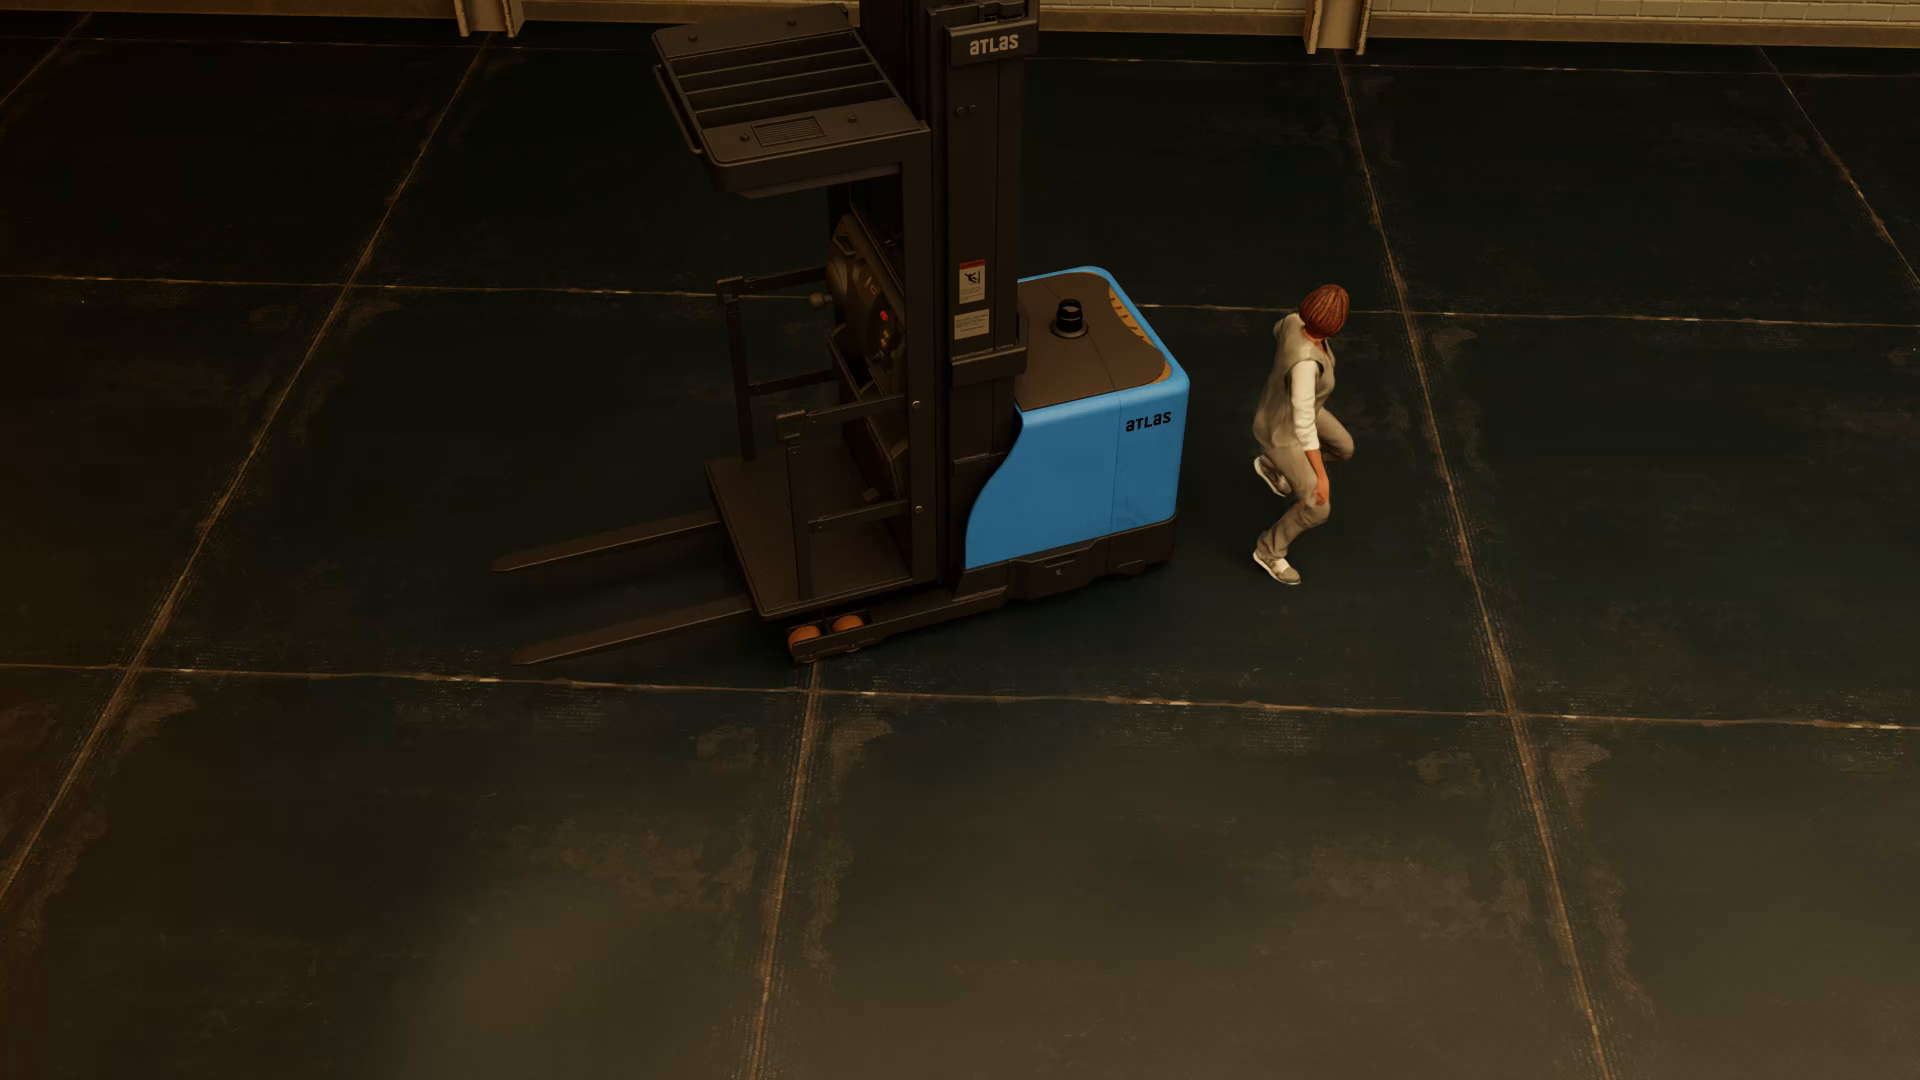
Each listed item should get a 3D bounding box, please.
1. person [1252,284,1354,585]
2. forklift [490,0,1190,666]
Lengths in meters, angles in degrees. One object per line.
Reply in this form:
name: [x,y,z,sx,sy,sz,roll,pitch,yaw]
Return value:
person: [1.530,-0.509,7.407,0.454,1.474,0.803,14,44,15]
forklift: [-0.573,-0.945,6.778,3.031,2.935,1.130,-13,44,-14]
